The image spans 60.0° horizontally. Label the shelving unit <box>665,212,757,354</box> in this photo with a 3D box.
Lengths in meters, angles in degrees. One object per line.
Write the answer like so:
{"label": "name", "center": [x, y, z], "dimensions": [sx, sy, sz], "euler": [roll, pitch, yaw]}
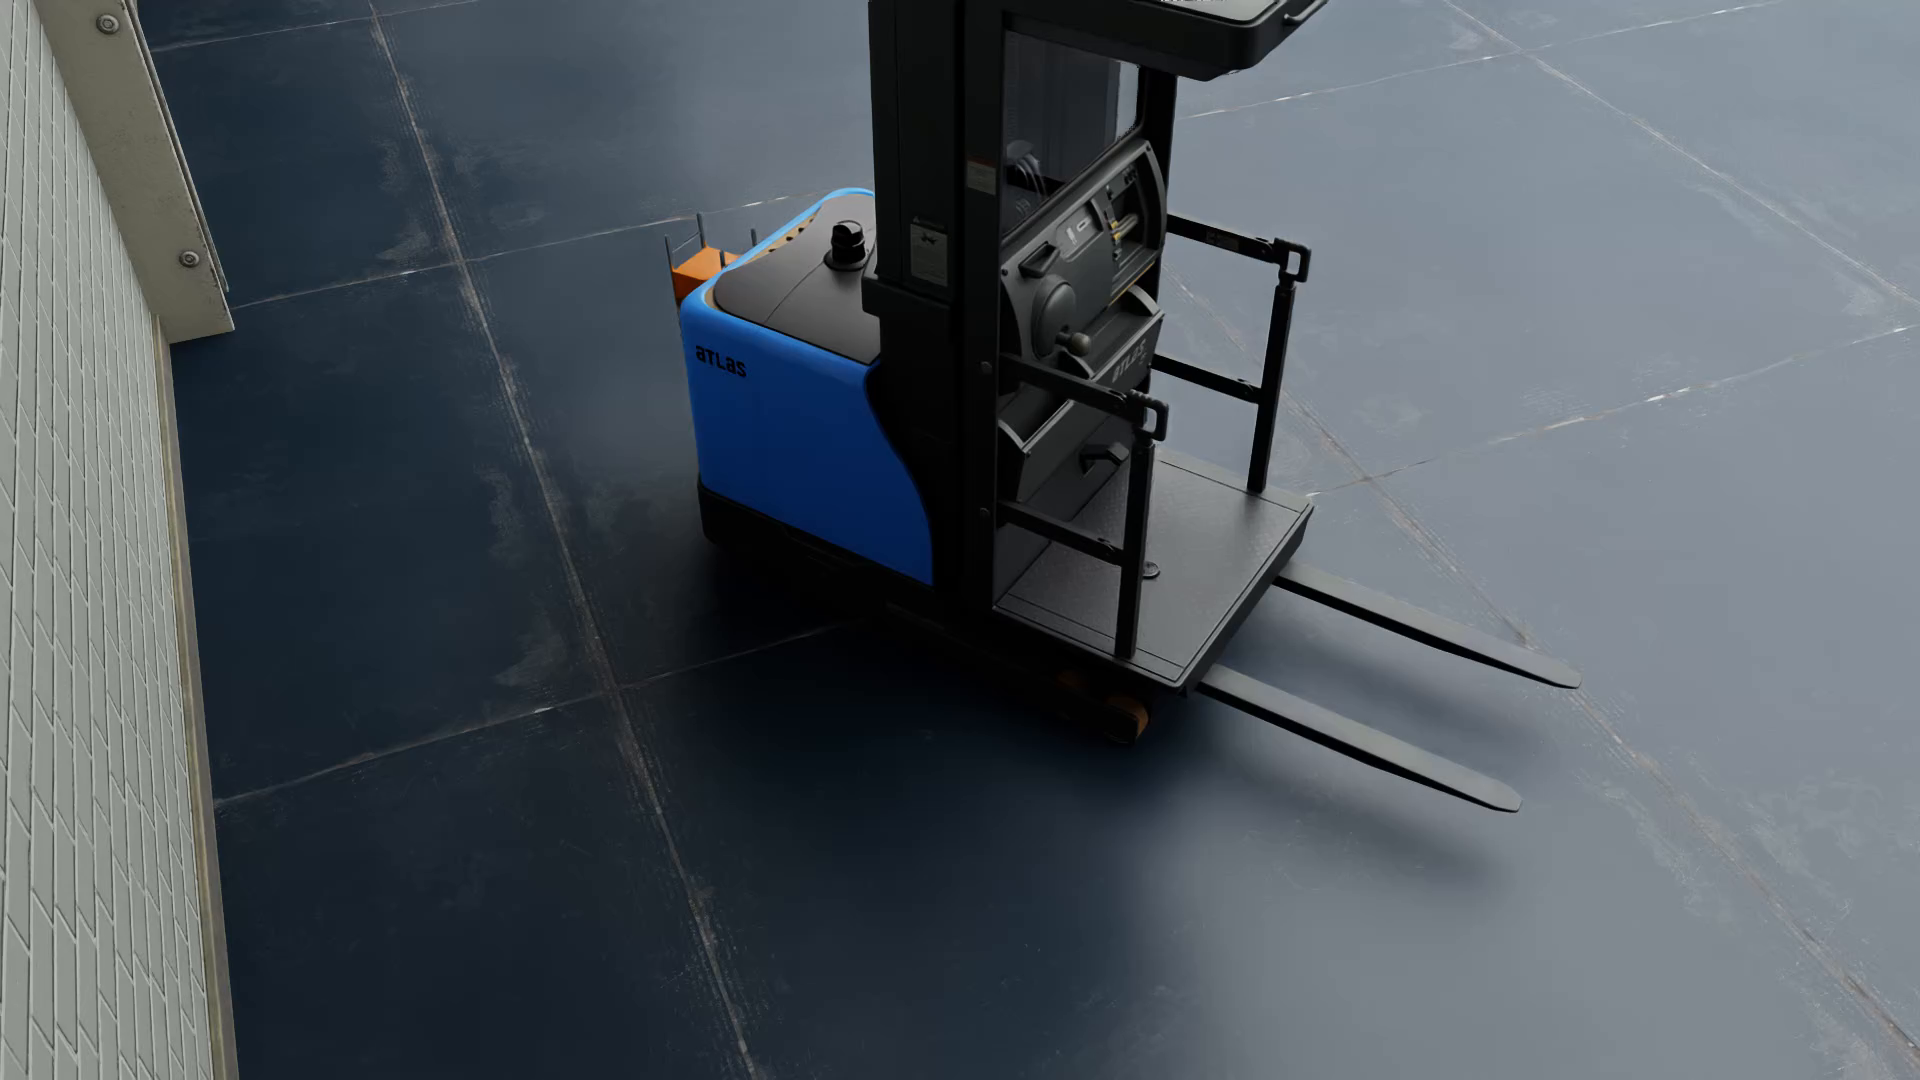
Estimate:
{"label": "shelving unit", "center": [-0.869, -0.690, 6.239], "dimensions": [0.252, 1.050, 0.215], "euler": [20, 44, 25]}

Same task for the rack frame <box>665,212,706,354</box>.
{"label": "rack frame", "center": [-0.973, -0.727, 6.291], "dimensions": [0.008, 1.050, 0.200], "euler": [20, 44, 25]}

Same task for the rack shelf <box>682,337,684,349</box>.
{"label": "rack shelf", "center": [-0.869, -0.682, 6.246], "dimensions": [0.240, 0.259, 0.215], "euler": [20, 44, 25]}

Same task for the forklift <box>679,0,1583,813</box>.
{"label": "forklift", "center": [0.563, -0.842, 4.981], "dimensions": [3.031, 2.935, 1.130], "euler": [22, 46, 24]}

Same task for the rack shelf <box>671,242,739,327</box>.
{"label": "rack shelf", "center": [-0.879, -0.901, 6.066], "dimensions": [0.240, 0.259, 0.215], "euler": [20, 44, 25]}

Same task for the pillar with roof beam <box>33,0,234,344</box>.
{"label": "pillar with roof beam", "center": [0.563, -5.490, 5.732], "dimensions": [9.100, 9.000, 0.400], "euler": [-15, 43, -17]}

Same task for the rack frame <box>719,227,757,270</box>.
{"label": "rack frame", "center": [-0.765, -0.653, 6.188], "dimensions": [0.008, 1.050, 0.200], "euler": [20, 44, 25]}
